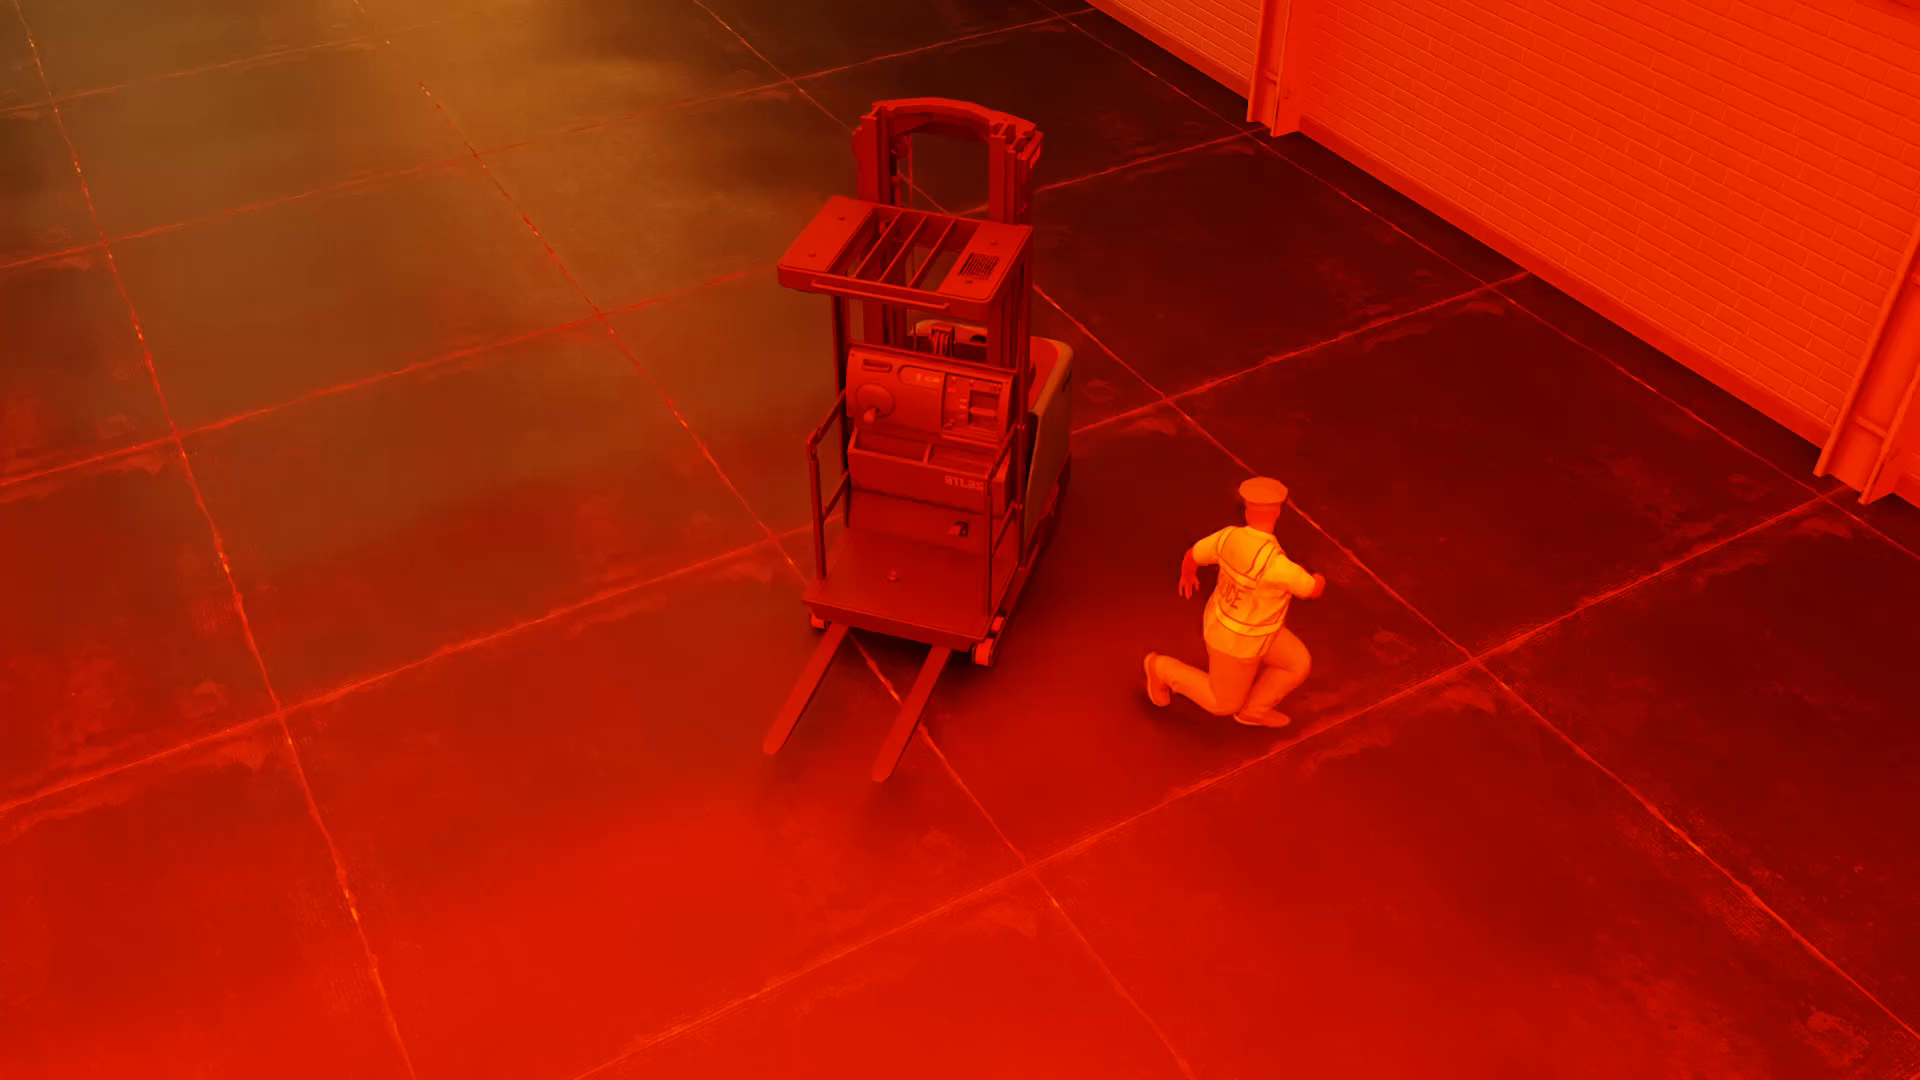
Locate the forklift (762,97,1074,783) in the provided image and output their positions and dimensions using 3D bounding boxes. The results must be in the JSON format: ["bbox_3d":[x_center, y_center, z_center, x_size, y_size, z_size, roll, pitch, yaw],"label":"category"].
[{"bbox_3d":[-0.239,-0.702,8.883,1.130,2.935,3.031,12,41,14],"label":"forklift"}]

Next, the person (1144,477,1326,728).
[{"bbox_3d":[1.454,0.368,8.755,0.908,1.526,0.650,6,40,7],"label":"person"}]
